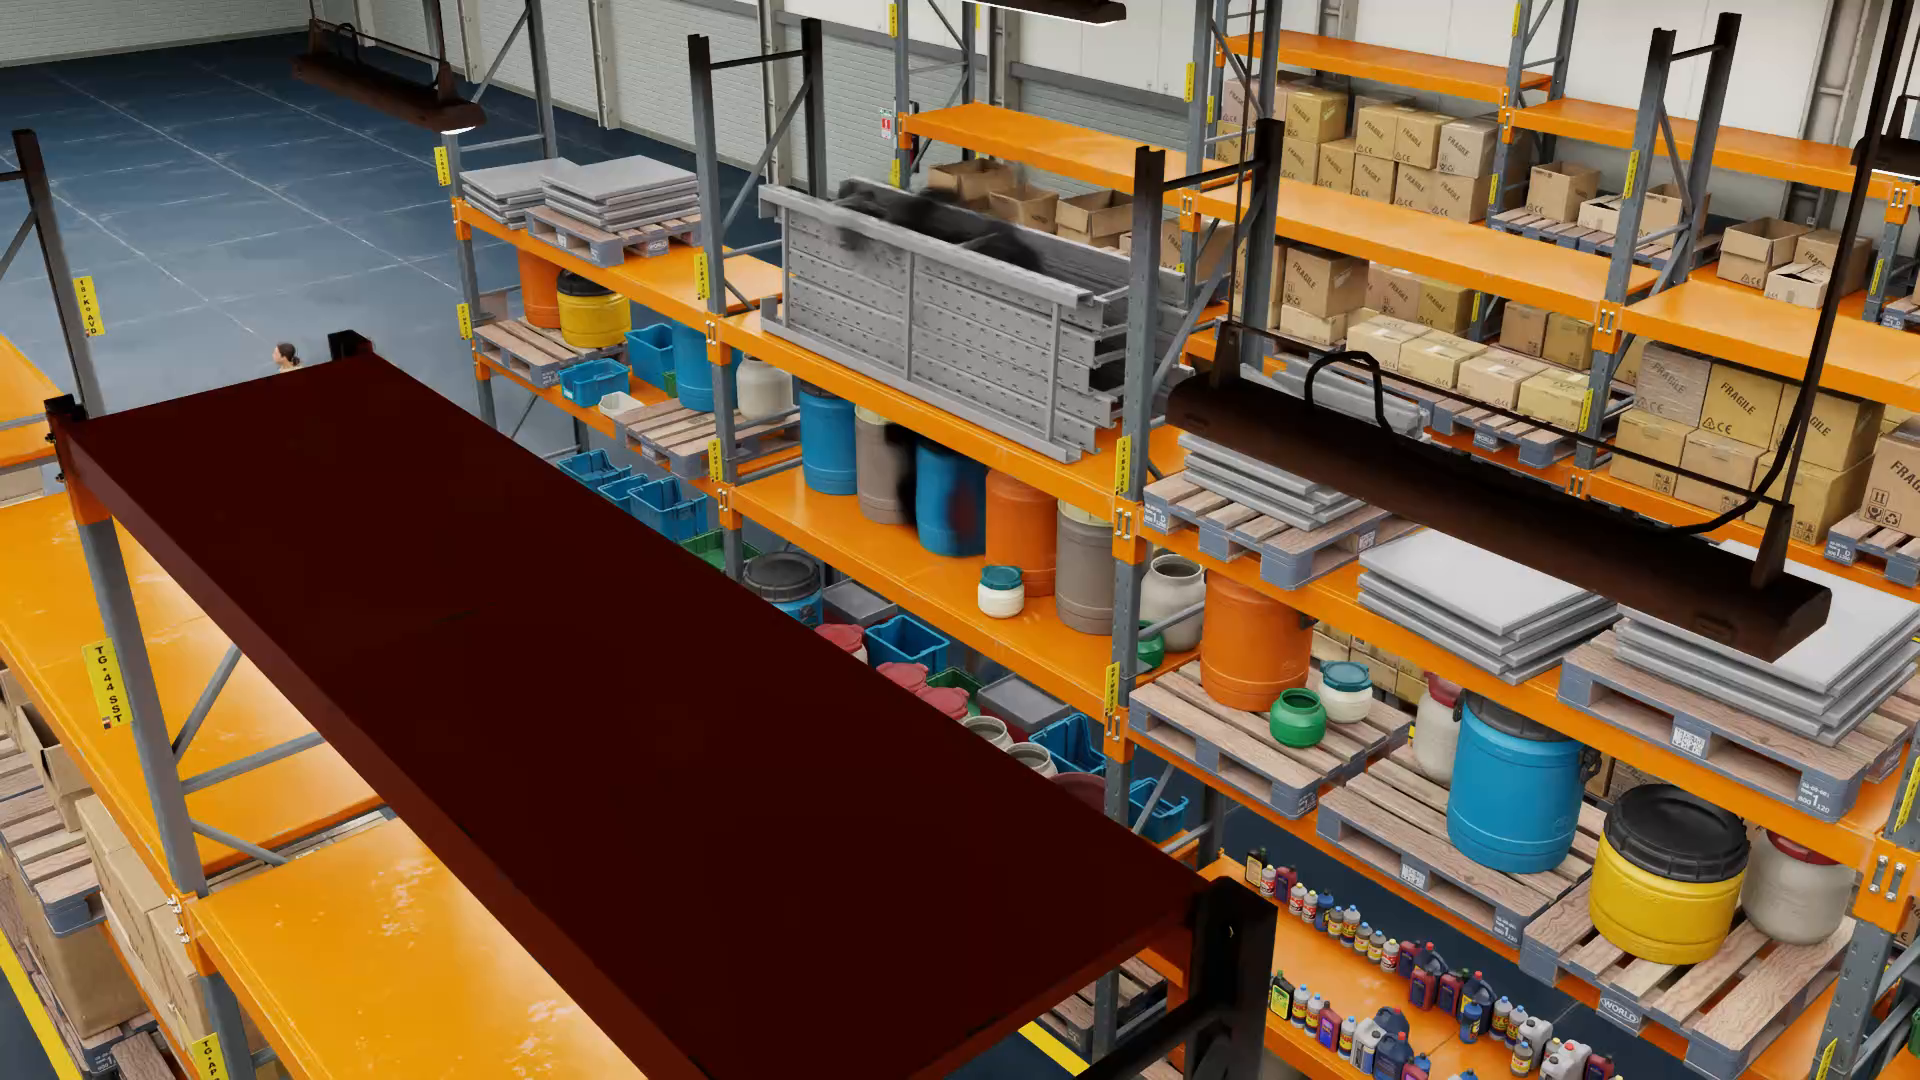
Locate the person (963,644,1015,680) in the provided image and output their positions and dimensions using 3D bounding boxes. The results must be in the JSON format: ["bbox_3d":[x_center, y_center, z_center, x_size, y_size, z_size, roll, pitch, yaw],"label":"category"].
[{"bbox_3d":[0.256,0.621,13.830,0.850,1.725,0.581,22,34,36],"label":"person"}]

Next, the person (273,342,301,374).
[{"bbox_3d":[-7.499,-1.391,18.458,0.682,1.664,0.578,-9,28,-17],"label":"person"}]
